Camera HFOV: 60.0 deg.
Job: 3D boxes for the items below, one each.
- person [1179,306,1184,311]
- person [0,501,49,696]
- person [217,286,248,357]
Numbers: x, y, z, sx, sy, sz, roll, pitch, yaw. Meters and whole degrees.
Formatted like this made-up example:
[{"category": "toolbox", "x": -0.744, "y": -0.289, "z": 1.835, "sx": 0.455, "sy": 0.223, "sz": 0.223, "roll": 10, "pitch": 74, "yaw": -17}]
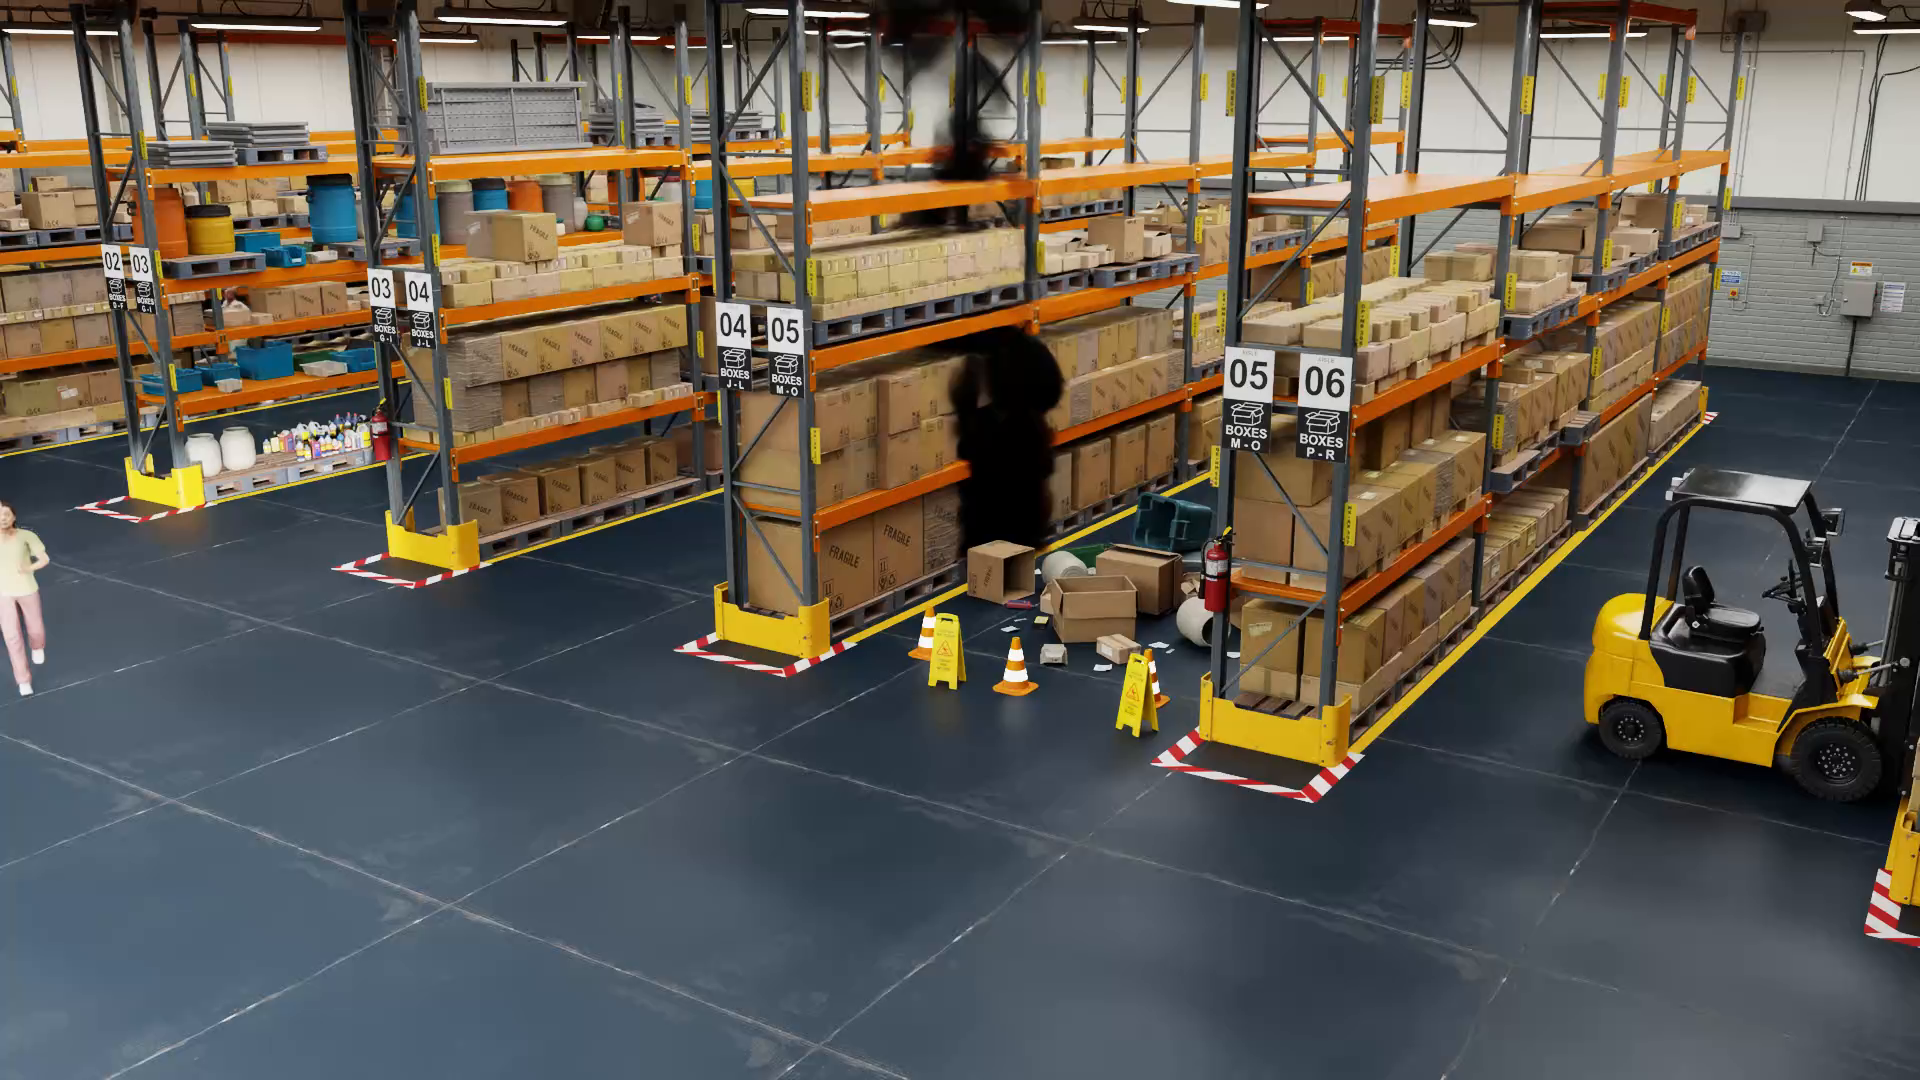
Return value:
[{"category": "person", "x": 3.734, "y": -2.963, "z": 26.831, "sx": 0.746, "sy": 1.717, "sz": 1.049, "roll": 8, "pitch": 17, "yaw": 26}, {"category": "person", "x": -8.213, "y": 0.461, "z": 14.463, "sx": 0.588, "sy": 1.643, "sz": 0.896, "roll": -8, "pitch": 17, "yaw": -26}, {"category": "person", "x": -12.432, "y": -3.456, "z": 28.395, "sx": 0.714, "sy": 1.736, "sz": 0.616, "roll": 6, "pitch": 17, "yaw": 20}]
